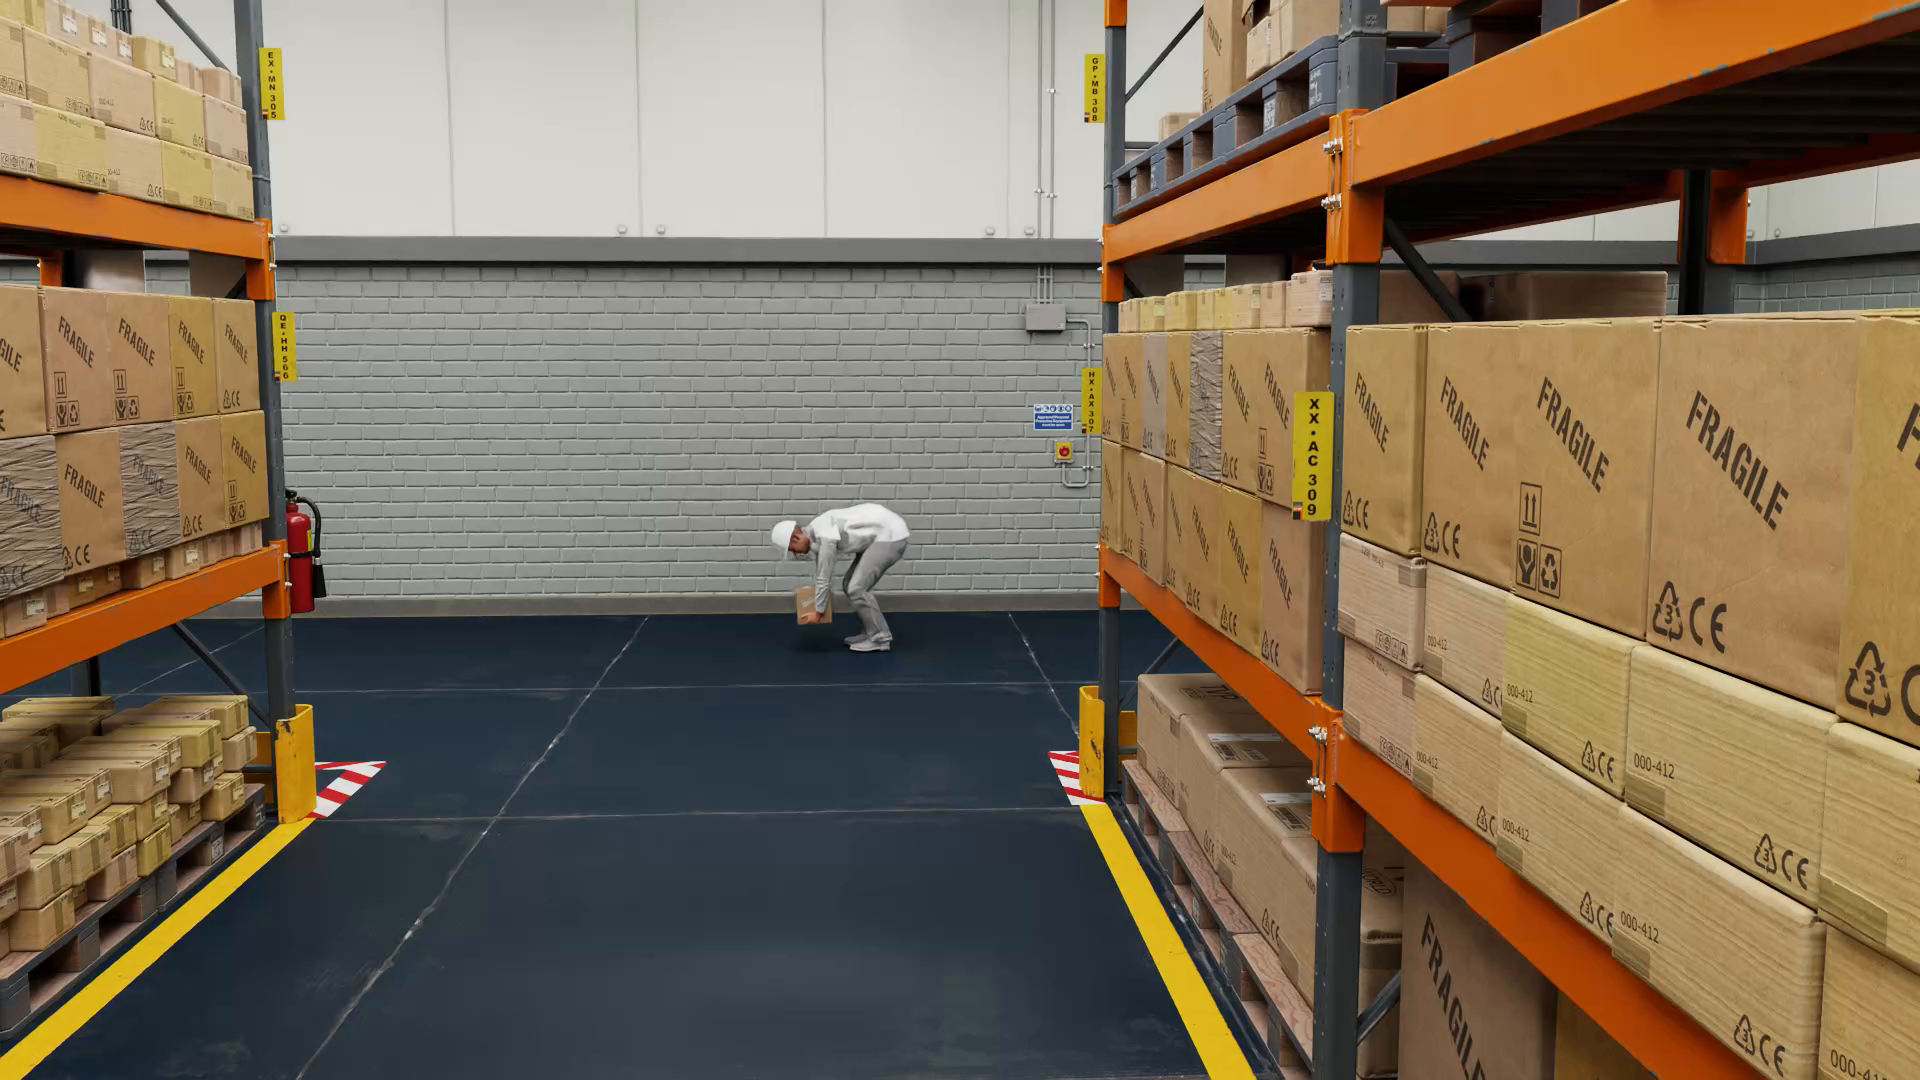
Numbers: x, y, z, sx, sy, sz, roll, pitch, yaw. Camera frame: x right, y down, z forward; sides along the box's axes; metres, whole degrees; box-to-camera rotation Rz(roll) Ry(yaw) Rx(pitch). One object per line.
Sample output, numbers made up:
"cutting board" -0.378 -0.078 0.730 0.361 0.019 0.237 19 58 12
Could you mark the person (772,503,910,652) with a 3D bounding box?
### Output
"person" -0.879 0.272 12.283 1.011 1.078 0.477 -1 7 -6
